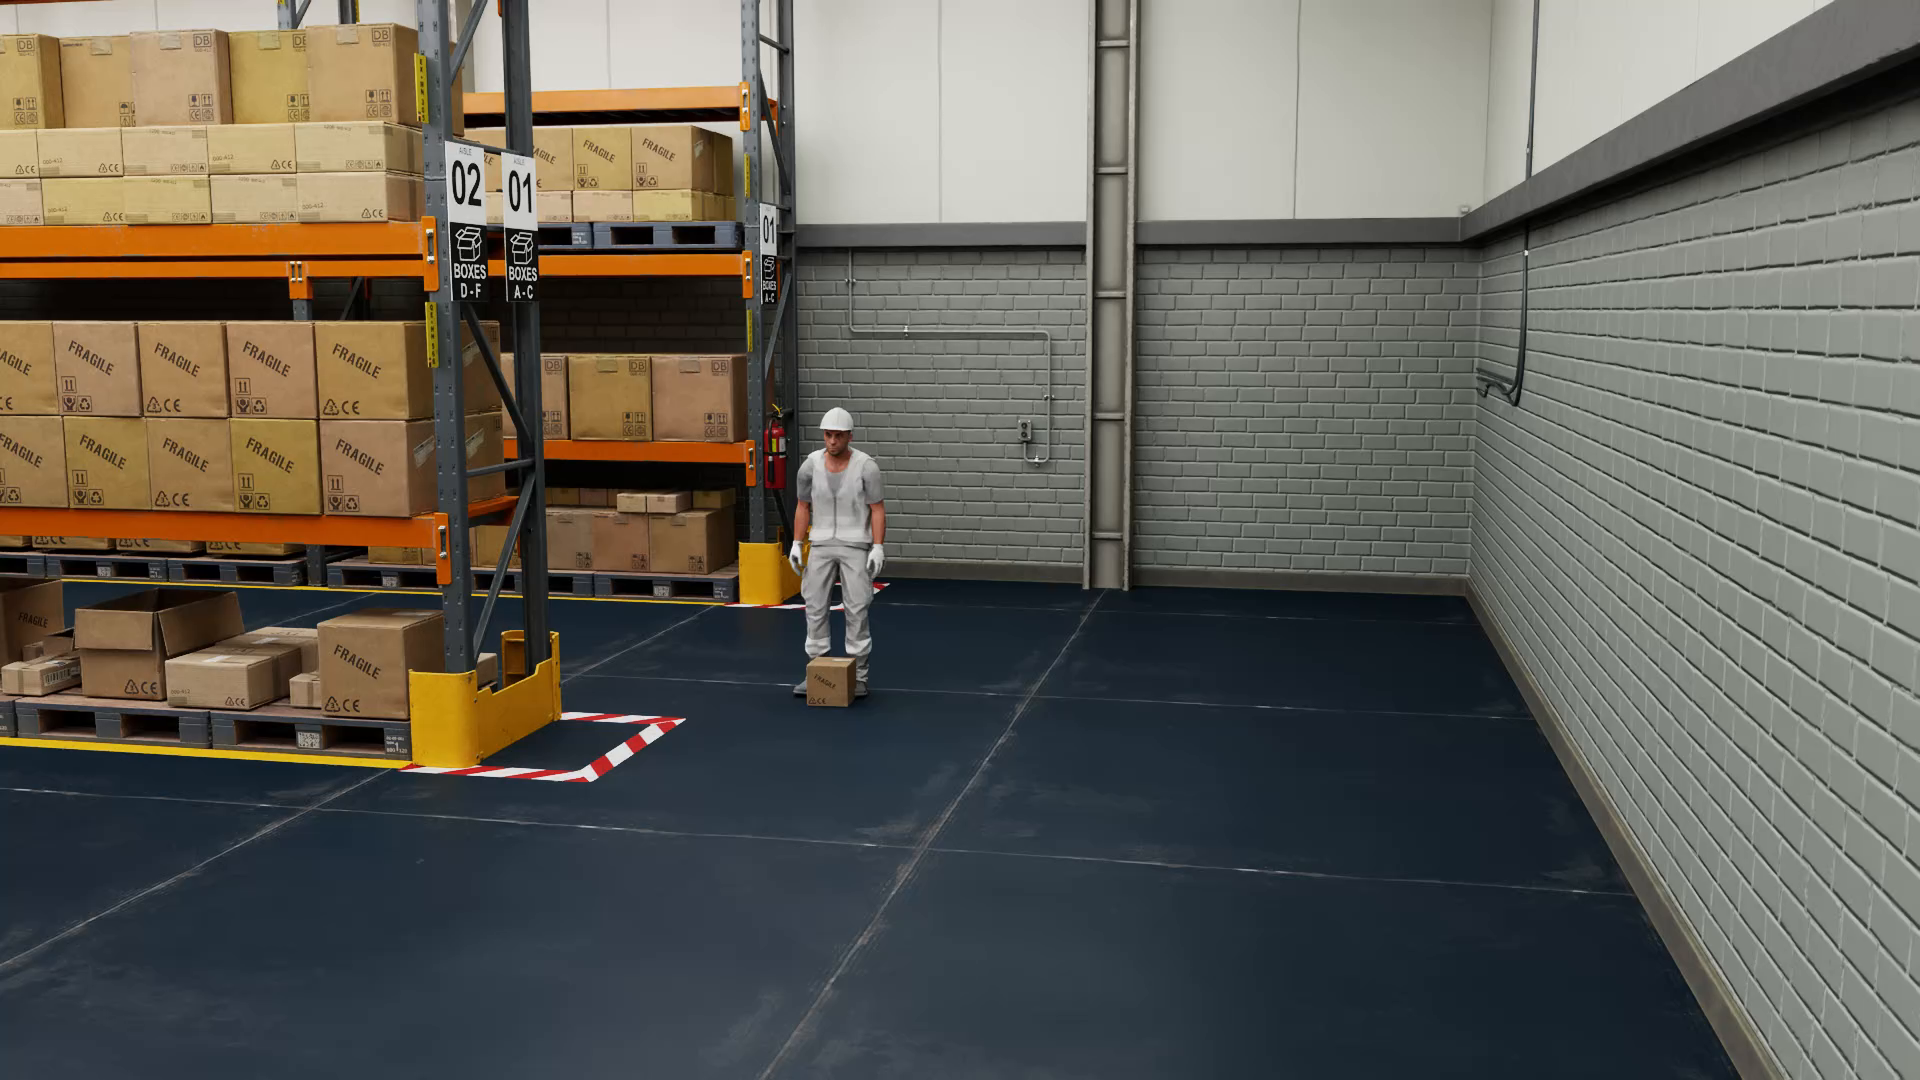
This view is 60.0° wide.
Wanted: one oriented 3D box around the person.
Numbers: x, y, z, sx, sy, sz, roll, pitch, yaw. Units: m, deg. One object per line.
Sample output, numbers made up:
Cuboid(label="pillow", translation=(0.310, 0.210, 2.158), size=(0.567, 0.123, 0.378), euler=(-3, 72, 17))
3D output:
Cuboid(label="person", translation=(-0.751, 0.073, 10.221), size=(0.609, 1.779, 0.449), euler=(2, 8, 12))
